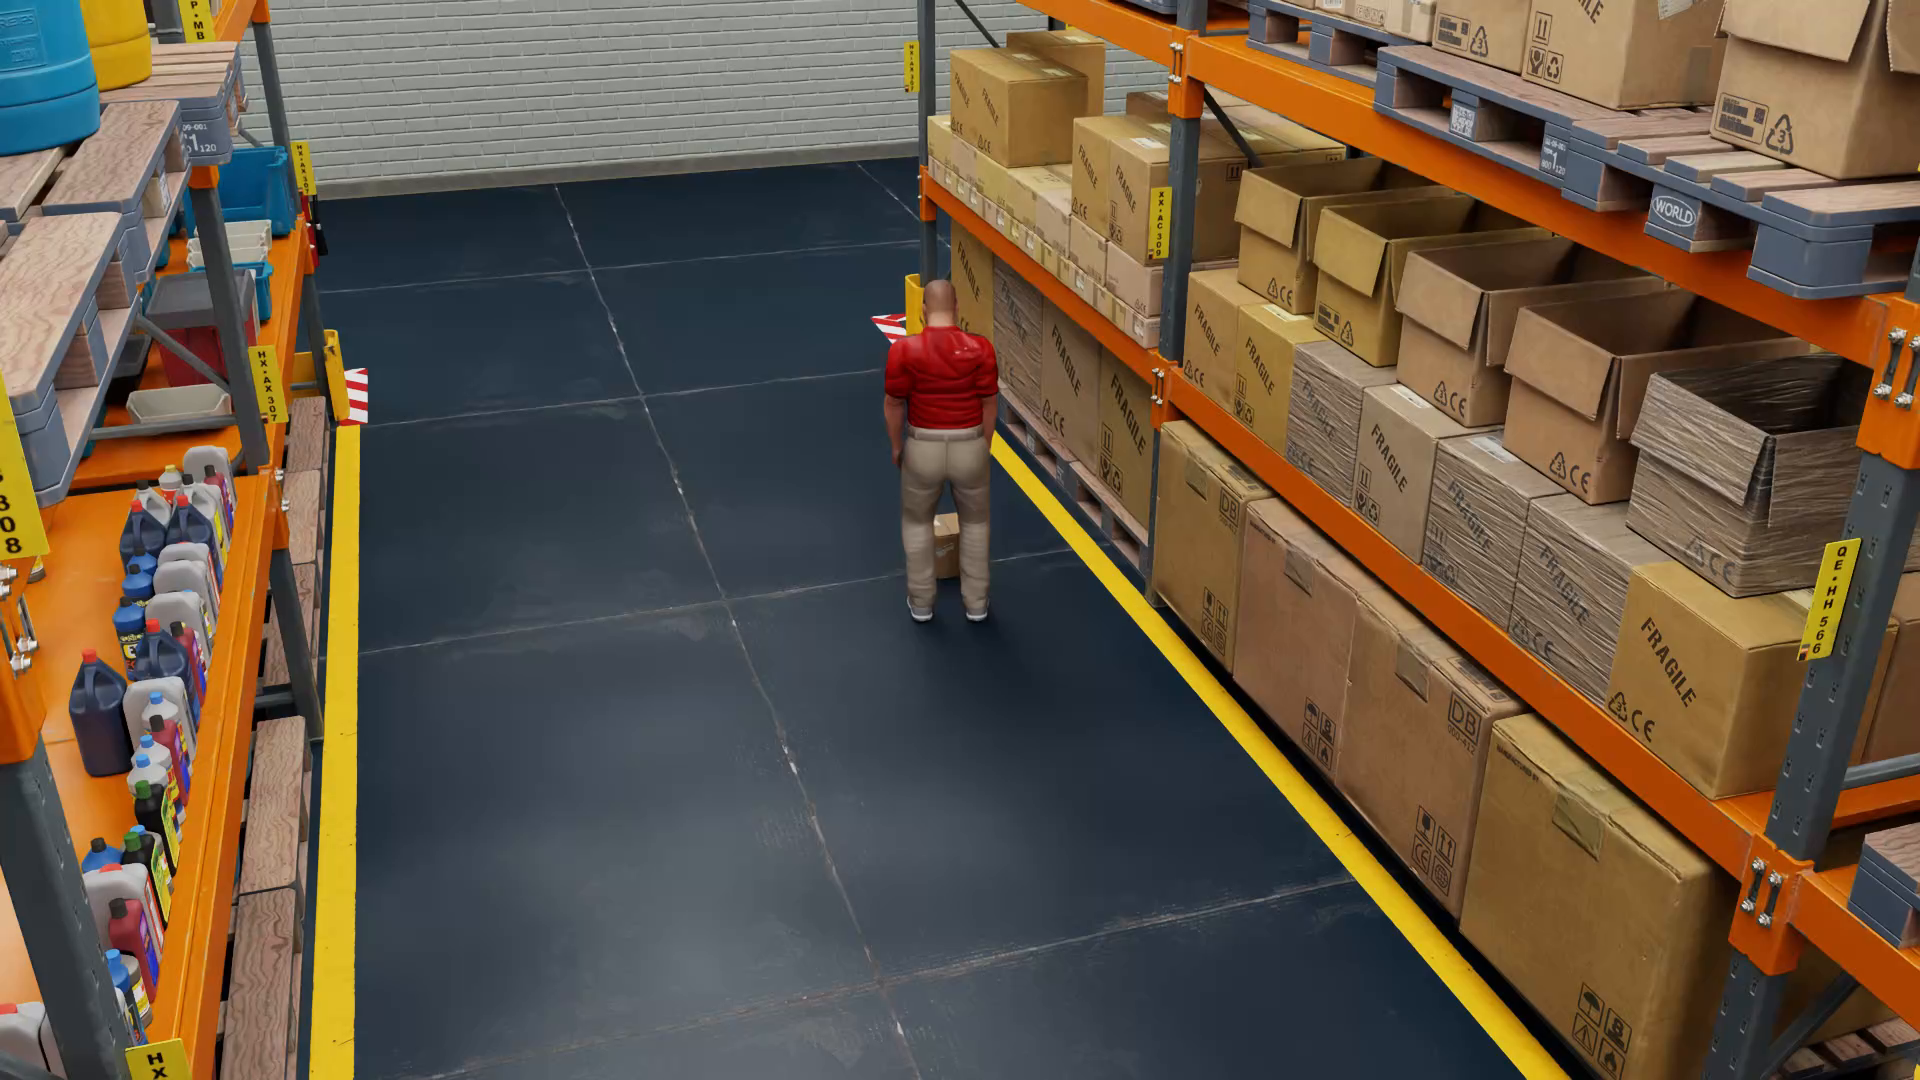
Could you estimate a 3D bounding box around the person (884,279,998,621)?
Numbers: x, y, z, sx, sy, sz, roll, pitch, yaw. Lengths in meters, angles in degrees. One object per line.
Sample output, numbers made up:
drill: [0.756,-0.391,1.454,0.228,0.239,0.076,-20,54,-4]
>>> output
person: [-0.090,-0.407,7.997,0.541,1.709,0.365,0,26,-1]
